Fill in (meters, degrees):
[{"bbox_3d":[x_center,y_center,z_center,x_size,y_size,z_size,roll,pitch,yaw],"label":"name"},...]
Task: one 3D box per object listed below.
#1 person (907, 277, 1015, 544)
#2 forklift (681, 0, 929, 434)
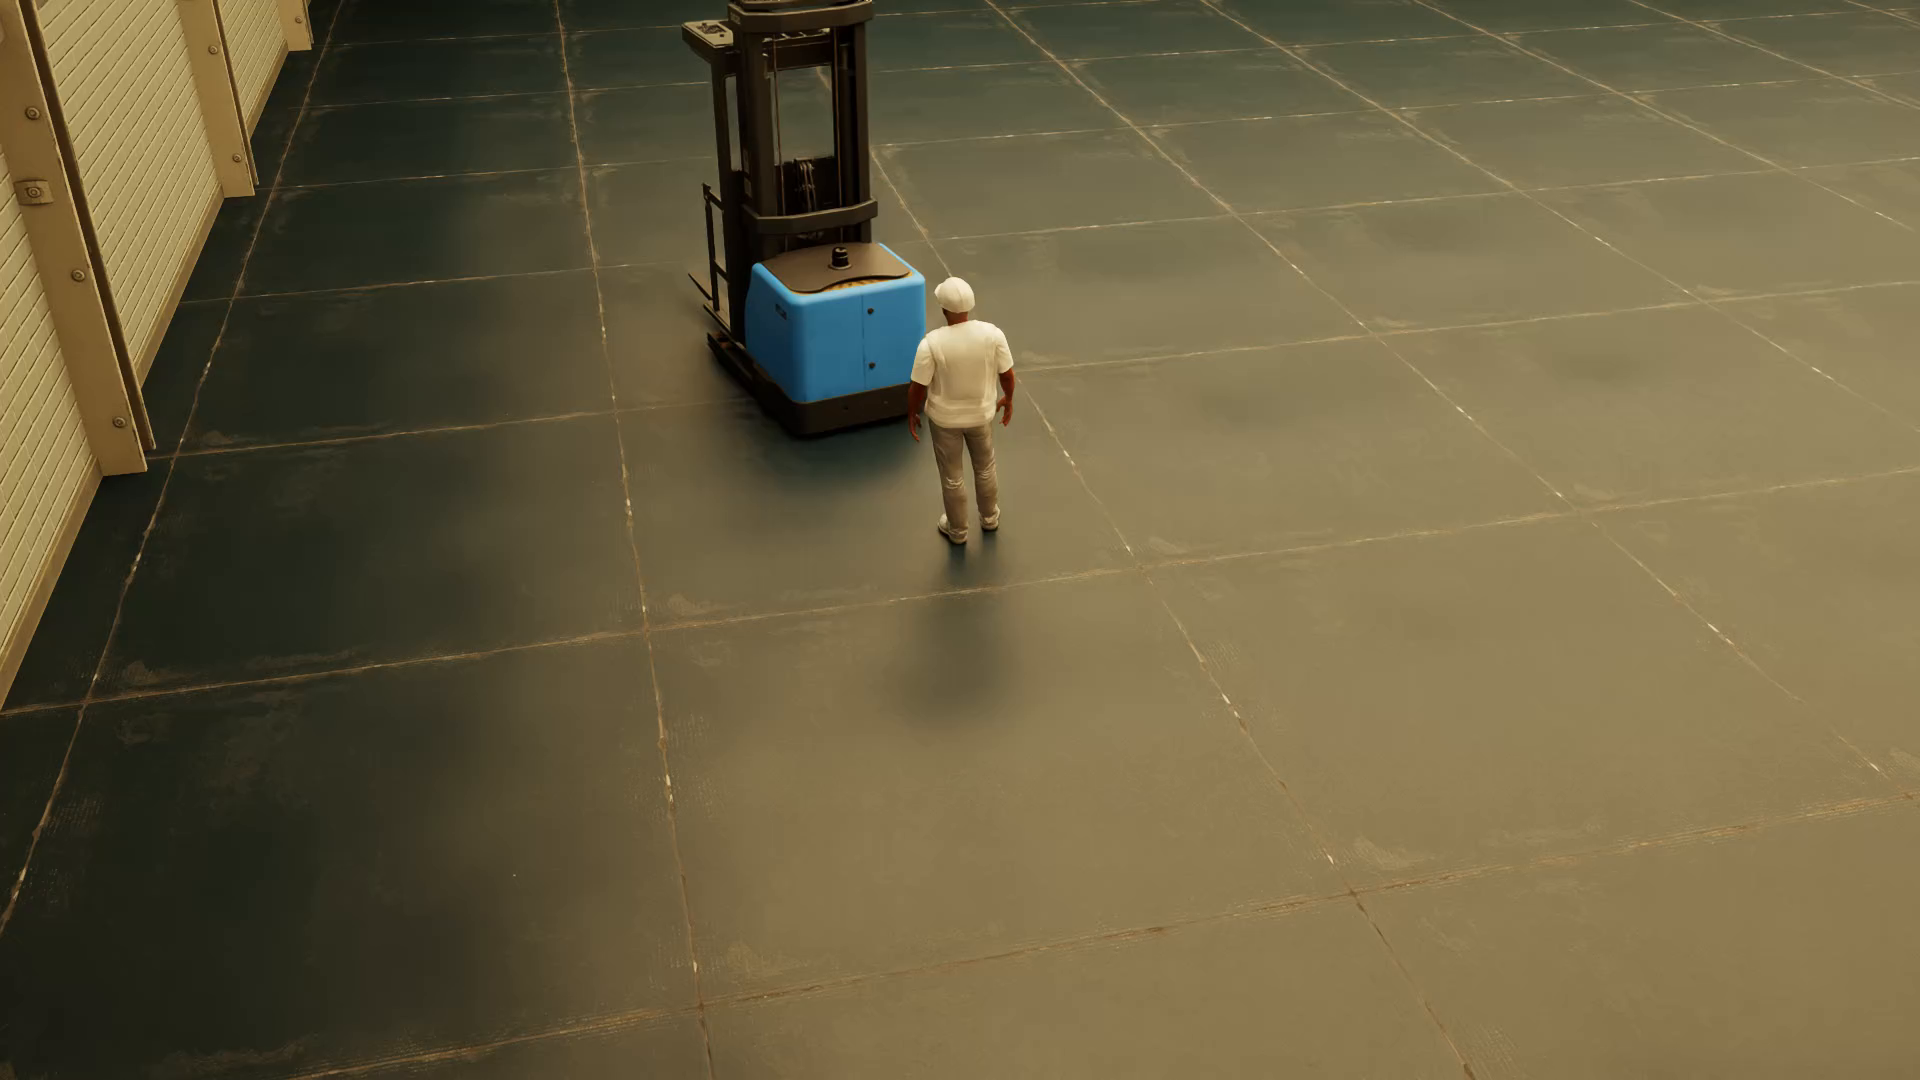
[{"bbox_3d":[-0.012,-0.805,10.114,0.666,1.768,0.575,-7,31,-12],"label":"person"},{"bbox_3d":[-1.321,-2.724,12.280,1.130,2.935,3.031,-14,33,-22],"label":"forklift"}]
